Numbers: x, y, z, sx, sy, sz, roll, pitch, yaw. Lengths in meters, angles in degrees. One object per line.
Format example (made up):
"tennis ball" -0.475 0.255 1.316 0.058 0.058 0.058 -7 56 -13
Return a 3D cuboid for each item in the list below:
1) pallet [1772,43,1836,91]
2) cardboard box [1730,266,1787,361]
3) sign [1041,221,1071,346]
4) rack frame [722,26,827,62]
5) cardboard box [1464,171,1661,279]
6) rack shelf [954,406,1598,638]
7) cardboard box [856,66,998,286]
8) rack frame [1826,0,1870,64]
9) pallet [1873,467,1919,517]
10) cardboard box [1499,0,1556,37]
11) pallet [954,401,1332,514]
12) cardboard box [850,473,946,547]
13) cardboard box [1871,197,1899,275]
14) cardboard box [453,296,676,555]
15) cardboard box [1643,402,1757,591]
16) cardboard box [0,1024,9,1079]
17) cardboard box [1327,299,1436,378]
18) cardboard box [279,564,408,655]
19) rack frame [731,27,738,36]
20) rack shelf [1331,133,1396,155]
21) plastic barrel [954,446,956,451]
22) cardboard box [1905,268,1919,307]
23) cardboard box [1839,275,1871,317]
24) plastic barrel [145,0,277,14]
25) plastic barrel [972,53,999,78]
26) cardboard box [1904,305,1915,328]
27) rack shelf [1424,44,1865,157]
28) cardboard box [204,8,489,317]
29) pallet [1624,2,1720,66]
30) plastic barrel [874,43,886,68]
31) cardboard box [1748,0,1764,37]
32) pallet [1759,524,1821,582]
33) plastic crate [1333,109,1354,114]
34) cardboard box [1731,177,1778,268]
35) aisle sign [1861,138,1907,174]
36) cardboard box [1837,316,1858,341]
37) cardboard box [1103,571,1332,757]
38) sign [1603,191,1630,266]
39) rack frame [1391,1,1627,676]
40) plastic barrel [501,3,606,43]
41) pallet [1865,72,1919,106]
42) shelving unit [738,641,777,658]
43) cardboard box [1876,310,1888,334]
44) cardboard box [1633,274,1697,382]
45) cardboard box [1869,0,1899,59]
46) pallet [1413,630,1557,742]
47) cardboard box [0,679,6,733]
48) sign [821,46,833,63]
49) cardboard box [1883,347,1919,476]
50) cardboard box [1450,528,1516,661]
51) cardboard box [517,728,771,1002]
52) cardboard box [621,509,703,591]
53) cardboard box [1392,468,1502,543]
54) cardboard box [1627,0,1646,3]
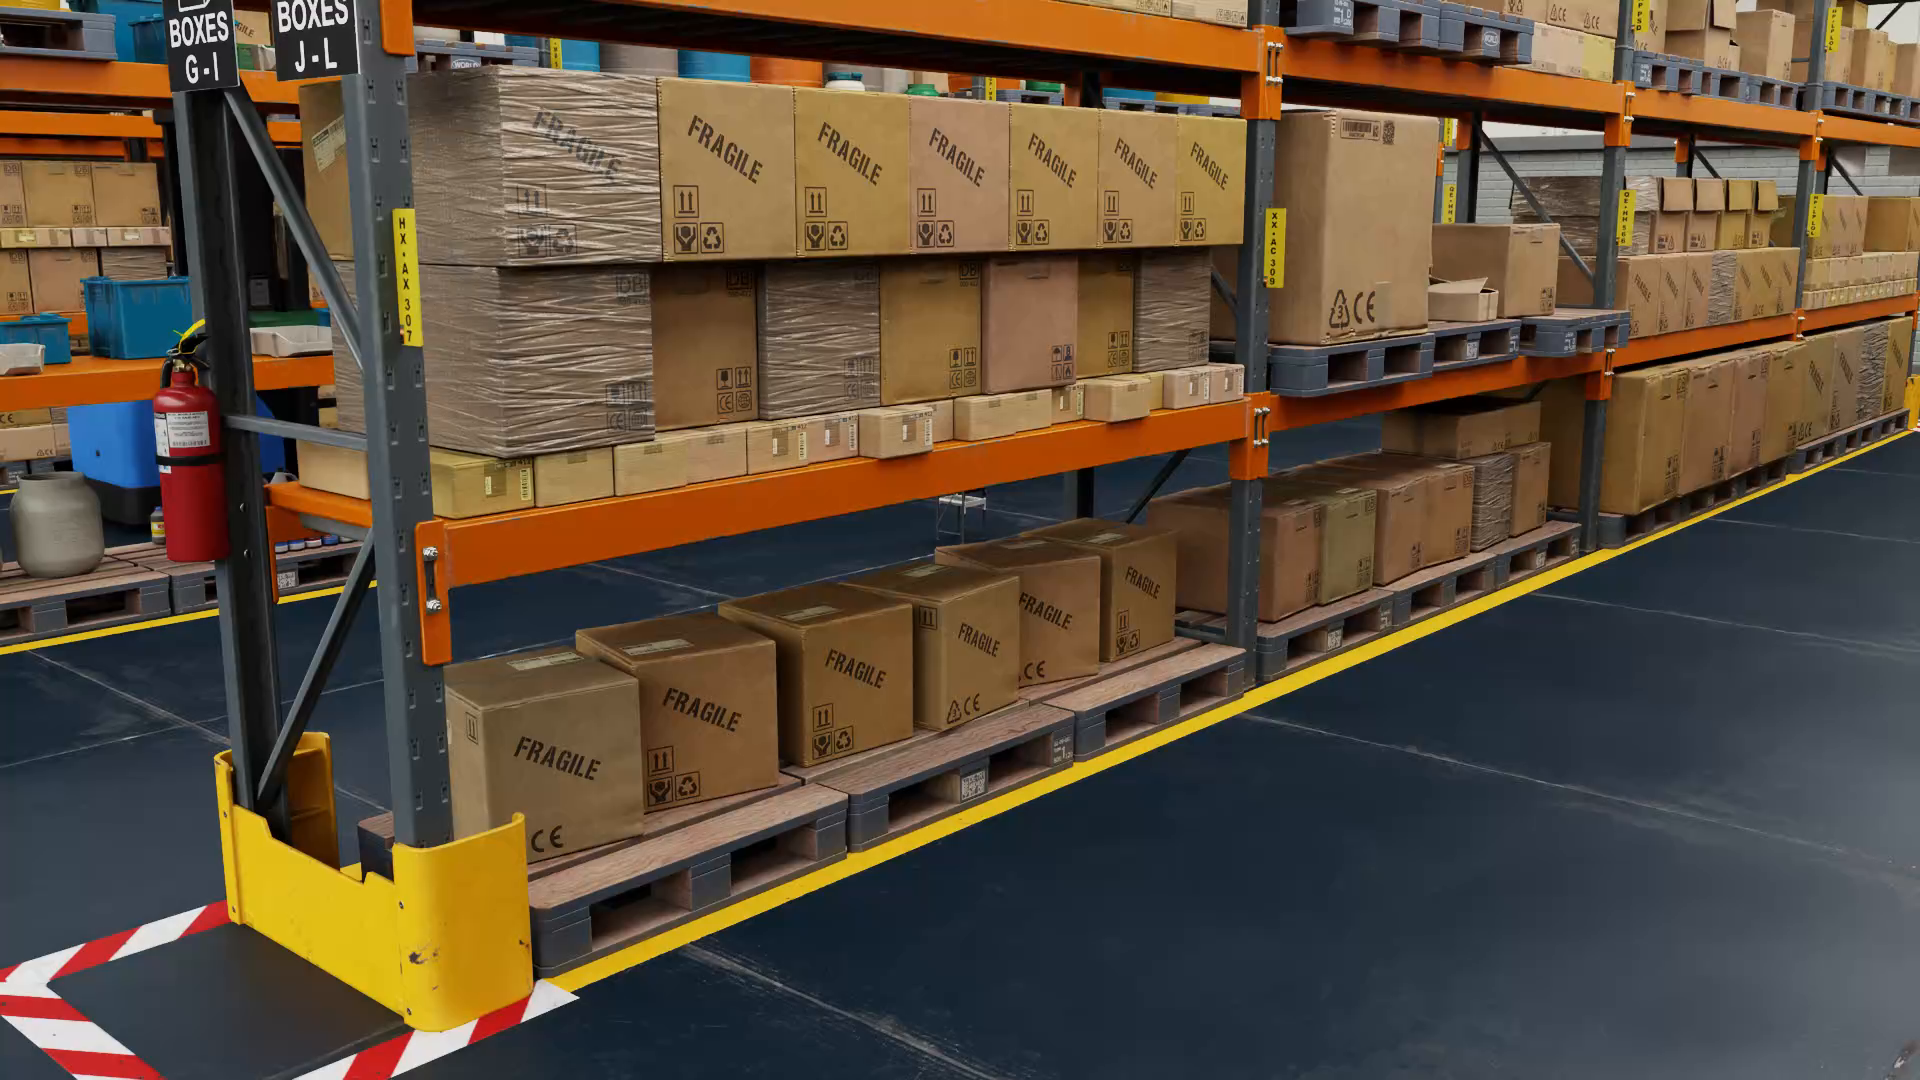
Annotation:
"pallet" 5.613 -3.279 12.299 0.805 0.209 1.217 9 14 38
"cardboard box" 5.406 -1.838 12.001 0.500 0.500 0.500 10 15 40
"sign" 1.313 -1.222 6.958 0.100 0.325 0.005 10 15 40
"rack frame" -0.180 -5.037 12.954 1.000 3.000 0.127 10 15 40
"cardboard box" 4.036 -2.101 10.755 0.797 0.503 0.637 10 15 42
"rack shelf" 2.221 -0.807 8.932 1.077 0.370 4.000 10 15 40
"cardboard box" 0.810 -1.449 6.742 0.500 0.500 0.500 10 15 40
"rack frame" 6.181 -4.985 12.694 1.000 3.000 0.127 10 15 40
"pallet" 7.547 -0.958 14.967 1.003 0.211 1.213 10 15 40
"cardboard box" 3.094 -2.676 9.173 0.500 0.250 0.500 10 15 40
"pallet" 1.514 -0.866 7.876 1.003 0.211 1.213 10 15 40
"cardboard box" 0.807 -0.638 6.887 0.380 0.149 0.250 10 15 40
"cardboard box" 7.020 -2.592 13.739 0.500 0.500 0.500 10 15 40
"cardboard box" -0.054 -0.847 6.279 0.875 0.500 0.500 10 15 40
"cardboard box" 4.606 -0.848 11.649 1.225 0.875 0.875 10 15 41
"cardboard box" -0.946 0.560 5.558 0.500 0.500 0.500 -7 13 -33
"cardboard box" 2.643 -1.314 8.904 0.396 0.266 0.258 9 15 39
"cardboard box" -0.244 -0.428 5.835 0.380 0.149 0.250 10 15 40
"rack frame" -2.341 -7.495 25.260 1.000 3.000 0.127 10 15 40
"rack shelf" 3.781 -4.096 17.738 1.077 0.370 4.000 10 15 40
"plastic barrel" 0.876 -1.359 14.940 0.600 0.588 0.708 10 15 40
"cardboard box" 7.689 -2.372 14.550 0.500 0.250 0.500 10 15 40
"cardboard box" 6.688 -2.151 13.444 0.500 0.250 0.500 9 15 39
"plastic barrel" -2.647 -3.326 10.767 0.600 0.901 0.708 10 15 40
"plastic barrel" 1.449 -4.335 14.748 0.600 0.901 0.708 10 15 40
"cardboard box" 7.654 -2.150 14.458 0.380 0.149 0.250 9 15 39
"rack shelf" 4.861 -2.867 11.585 1.077 0.370 4.000 10 15 40
"cardboard box" -0.182 -1.229 5.639 0.500 0.500 0.500 10 15 40
"pallet" 3.926 -2.934 10.569 1.213 0.211 1.003 11 16 43
"plastic barrel" 0.418 -3.881 14.105 0.301 0.262 0.301 0 11 0
"cardboard box" 5.390 -3.526 12.206 0.500 0.311 0.500 9 14 38
"pallet" 5.729 -0.552 12.938 1.003 0.211 1.213 10 15 40
"plastic crate" 4.638 -4.658 19.050 0.497 0.269 0.590 10 15 40
"cardboard box" 5.304 -2.389 12.200 0.797 0.503 0.637 10 15 41
"aisle sign" 8.644 -3.956 16.221 0.394 0.787 0.004 10 15 40
"cardboard box" 6.626 -1.920 13.309 0.380 0.149 0.250 10 15 40
"cardboard box" 2.020 -0.094 8.780 0.700 0.500 0.500 8 14 36
"sign" 3.955 -1.915 9.885 0.100 0.325 0.005 10 15 40
"rack frame" 3.541 -1.455 10.335 1.000 3.000 0.127 10 15 40
"plastic barrel" -1.317 -3.587 12.259 0.600 0.830 0.708 10 15 40
"pallet" 7.535 -3.768 14.487 1.003 0.211 1.213 10 15 40
"shelving unit" 0.005 -0.442 10.629 0.258 0.900 0.210 10 15 40
"cardboard box" 7.146 -2.037 13.892 0.380 0.149 0.250 9 15 39
"cardboard box" 4.405 -1.616 10.889 0.500 0.500 0.500 9 15 39
"cardboard box" 7.011 -4.019 13.936 0.700 0.500 0.500 11 16 43
"pallet" 3.024 0.028 10.034 1.003 0.211 1.213 10 15 40
"cardboard box" -0.697 -0.310 5.246 0.380 0.149 0.250 10 15 40
"sign" 0.238 -3.444 12.907 0.100 0.325 0.005 10 15 40
"cardboard box" 7.859 -1.557 15.202 0.875 0.875 0.875 10 15 40
"cardboard box" 3.114 -0.343 10.030 0.700 0.500 0.500 9 14 37
"cardboard box" 0.234 0.293 6.897 0.500 0.500 0.500 -7 13 -30
"cardboard box" 0.252 -0.538 6.386 0.380 0.149 0.250 10 15 40
"cardboard box" 3.121 -0.710 9.951 0.500 0.250 0.500 11 15 43
"cardboard box" 3.889 -3.281 10.486 0.797 0.503 0.637 11 16 44
